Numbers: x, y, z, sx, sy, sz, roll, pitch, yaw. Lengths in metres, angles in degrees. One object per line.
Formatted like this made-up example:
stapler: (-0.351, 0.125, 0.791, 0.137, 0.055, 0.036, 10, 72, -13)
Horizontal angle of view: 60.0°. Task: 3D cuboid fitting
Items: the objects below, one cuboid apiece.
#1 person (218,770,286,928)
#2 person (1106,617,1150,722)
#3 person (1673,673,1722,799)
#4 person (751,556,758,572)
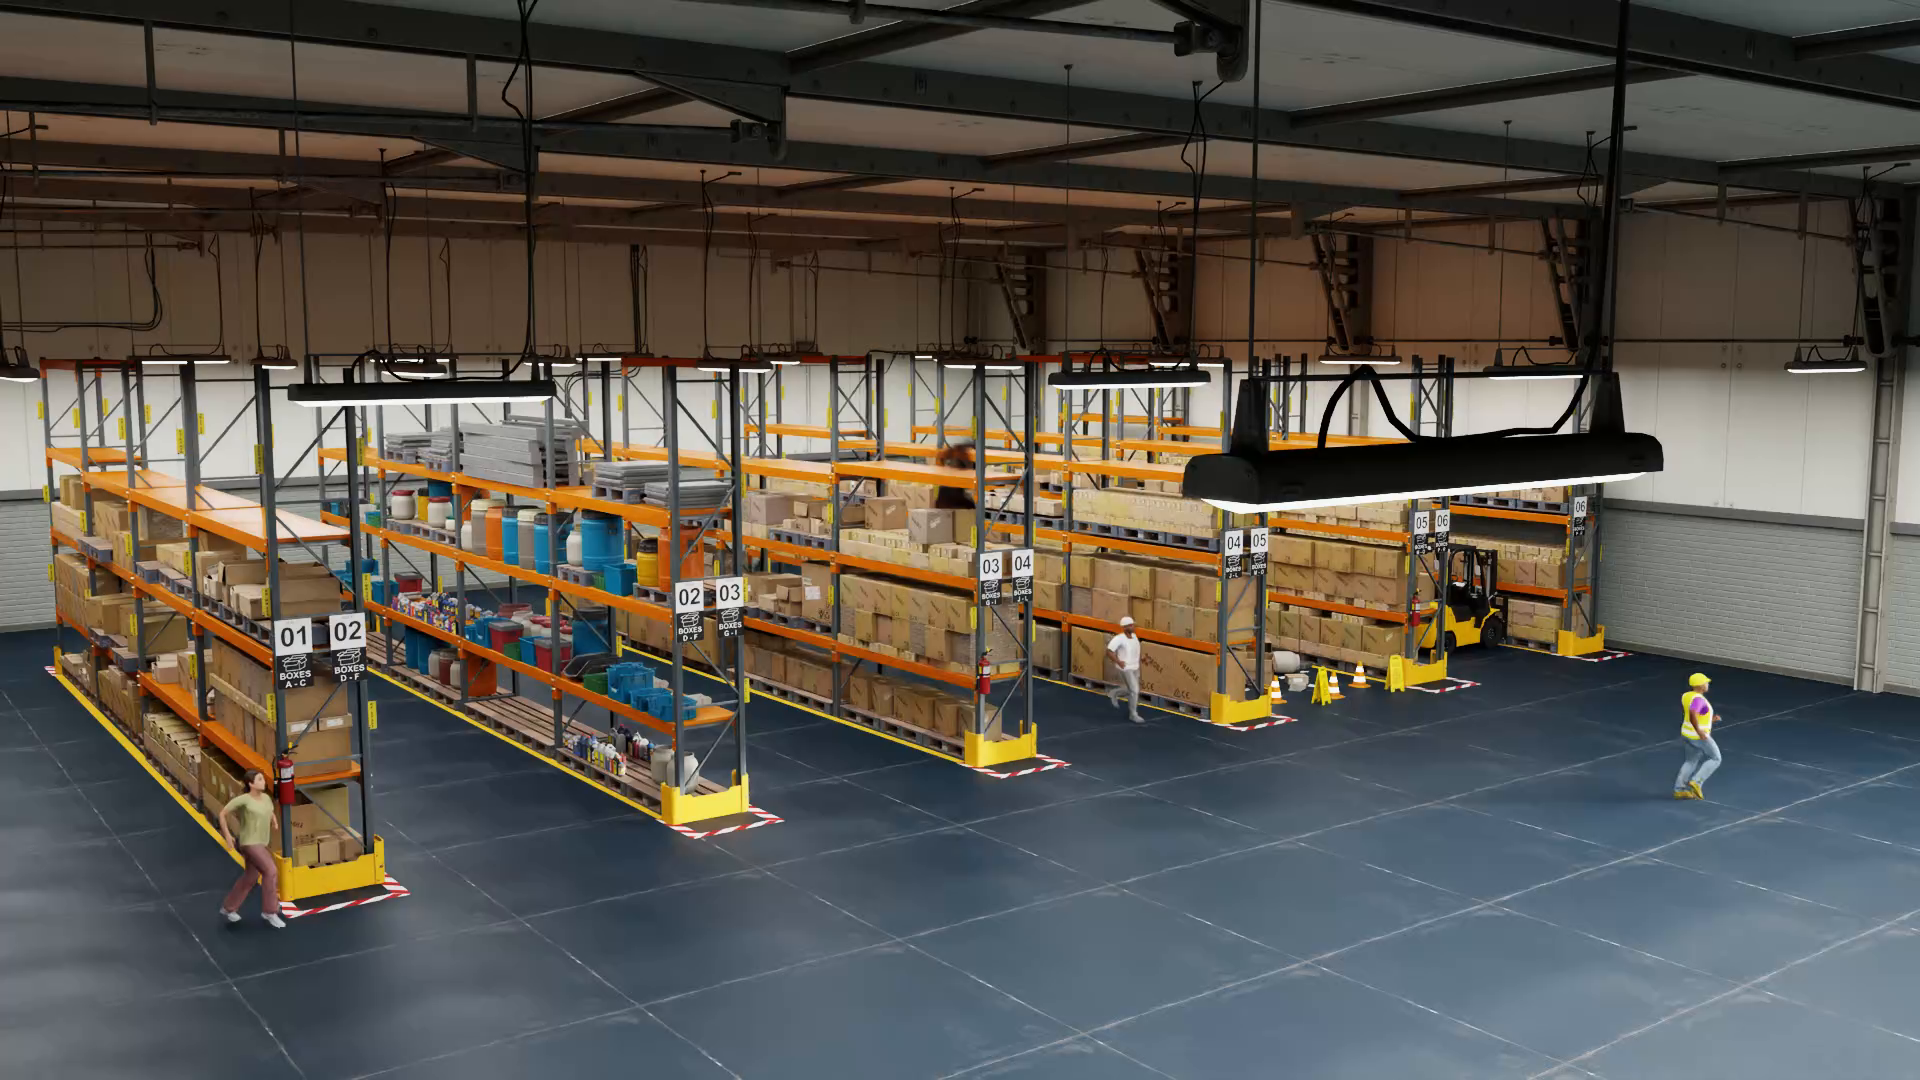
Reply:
person: (-7.644, 3.332, 18.121, 0.814, 1.664, 0.577, 2, 7, 12)
person: (2.767, 2.147, 27.813, 0.780, 1.744, 0.701, 6, 9, 40)
person: (10.216, 2.708, 22.965, 0.666, 1.747, 0.695, -1, 7, -6)
person: (-5.267, 0.489, 42.014, 0.556, 1.598, 0.679, 0, 7, 1)
